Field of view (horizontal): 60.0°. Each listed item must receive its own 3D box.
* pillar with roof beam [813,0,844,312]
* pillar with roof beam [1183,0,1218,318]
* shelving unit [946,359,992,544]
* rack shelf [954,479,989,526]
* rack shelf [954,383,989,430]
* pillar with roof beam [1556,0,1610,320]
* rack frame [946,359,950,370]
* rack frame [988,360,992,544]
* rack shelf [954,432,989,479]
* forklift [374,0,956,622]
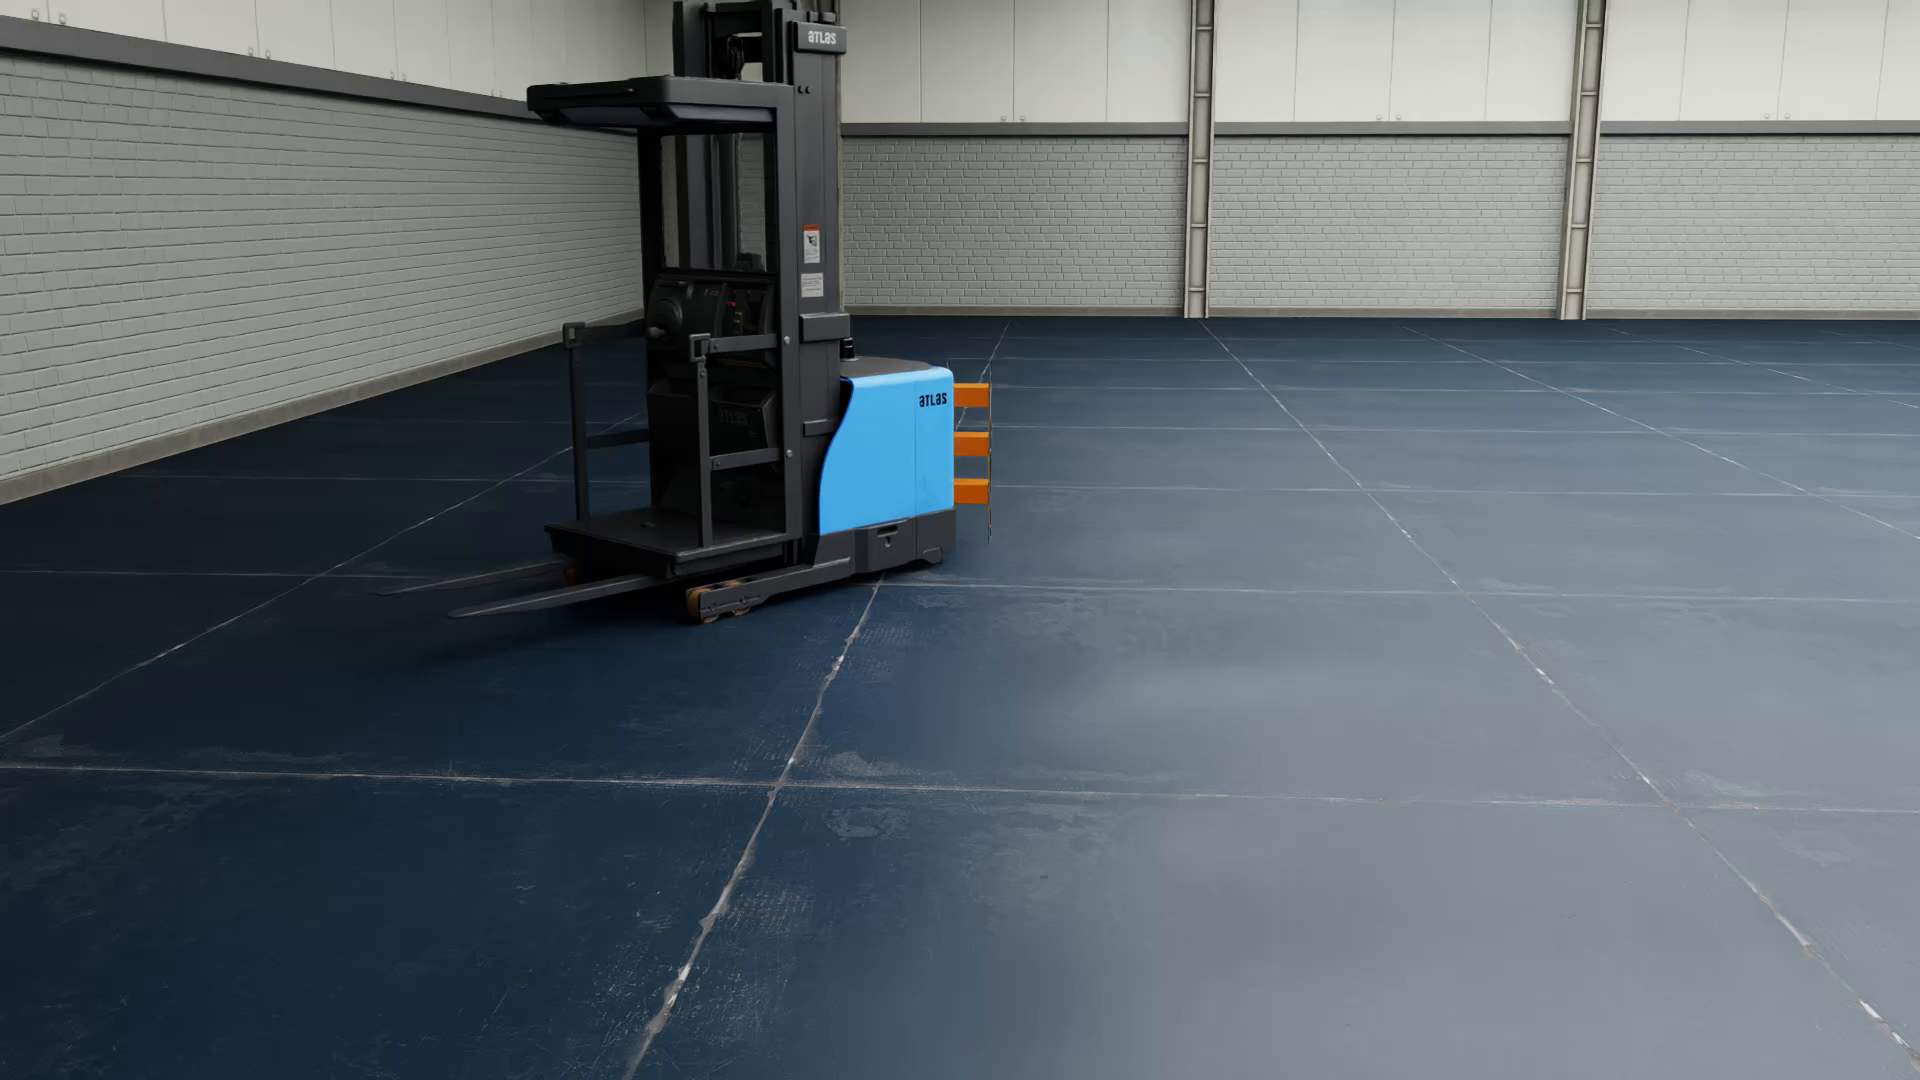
[{"bbox_3d":[-2.422,-7.253,22.466,0.400,9.000,9.100,1,12,4],"label":"pillar with roof beam"},{"bbox_3d":[3.565,-7.171,22.073,0.400,9.000,9.100,1,12,4],"label":"pillar with roof beam"},{"bbox_3d":[0.053,-0.513,9.657,0.252,1.050,0.215,1,12,4],"label":"shelving unit"},{"bbox_3d":[0.053,-0.231,9.716,0.240,0.259,0.215,1,12,4],"label":"rack shelf"},{"bbox_3d":[0.053,-0.781,9.601,0.240,0.259,0.215,1,12,4],"label":"rack shelf"},{"bbox_3d":[9.552,-7.089,21.681,0.400,9.000,9.100,1,12,4],"label":"pillar with roof beam"},{"bbox_3d":[-0.068,-0.515,9.665,0.008,1.050,0.200,1,12,4],"label":"rack frame"},{"bbox_3d":[0.175,-0.511,9.649,0.008,1.050,0.200,1,12,4],"label":"rack frame"},{"bbox_3d":[0.053,-0.503,9.659,0.240,0.259,0.215,1,12,4],"label":"rack shelf"},{"bbox_3d":[-1.388,-1.160,8.153,1.130,2.935,3.031,11,16,42],"label":"forklift"}]
